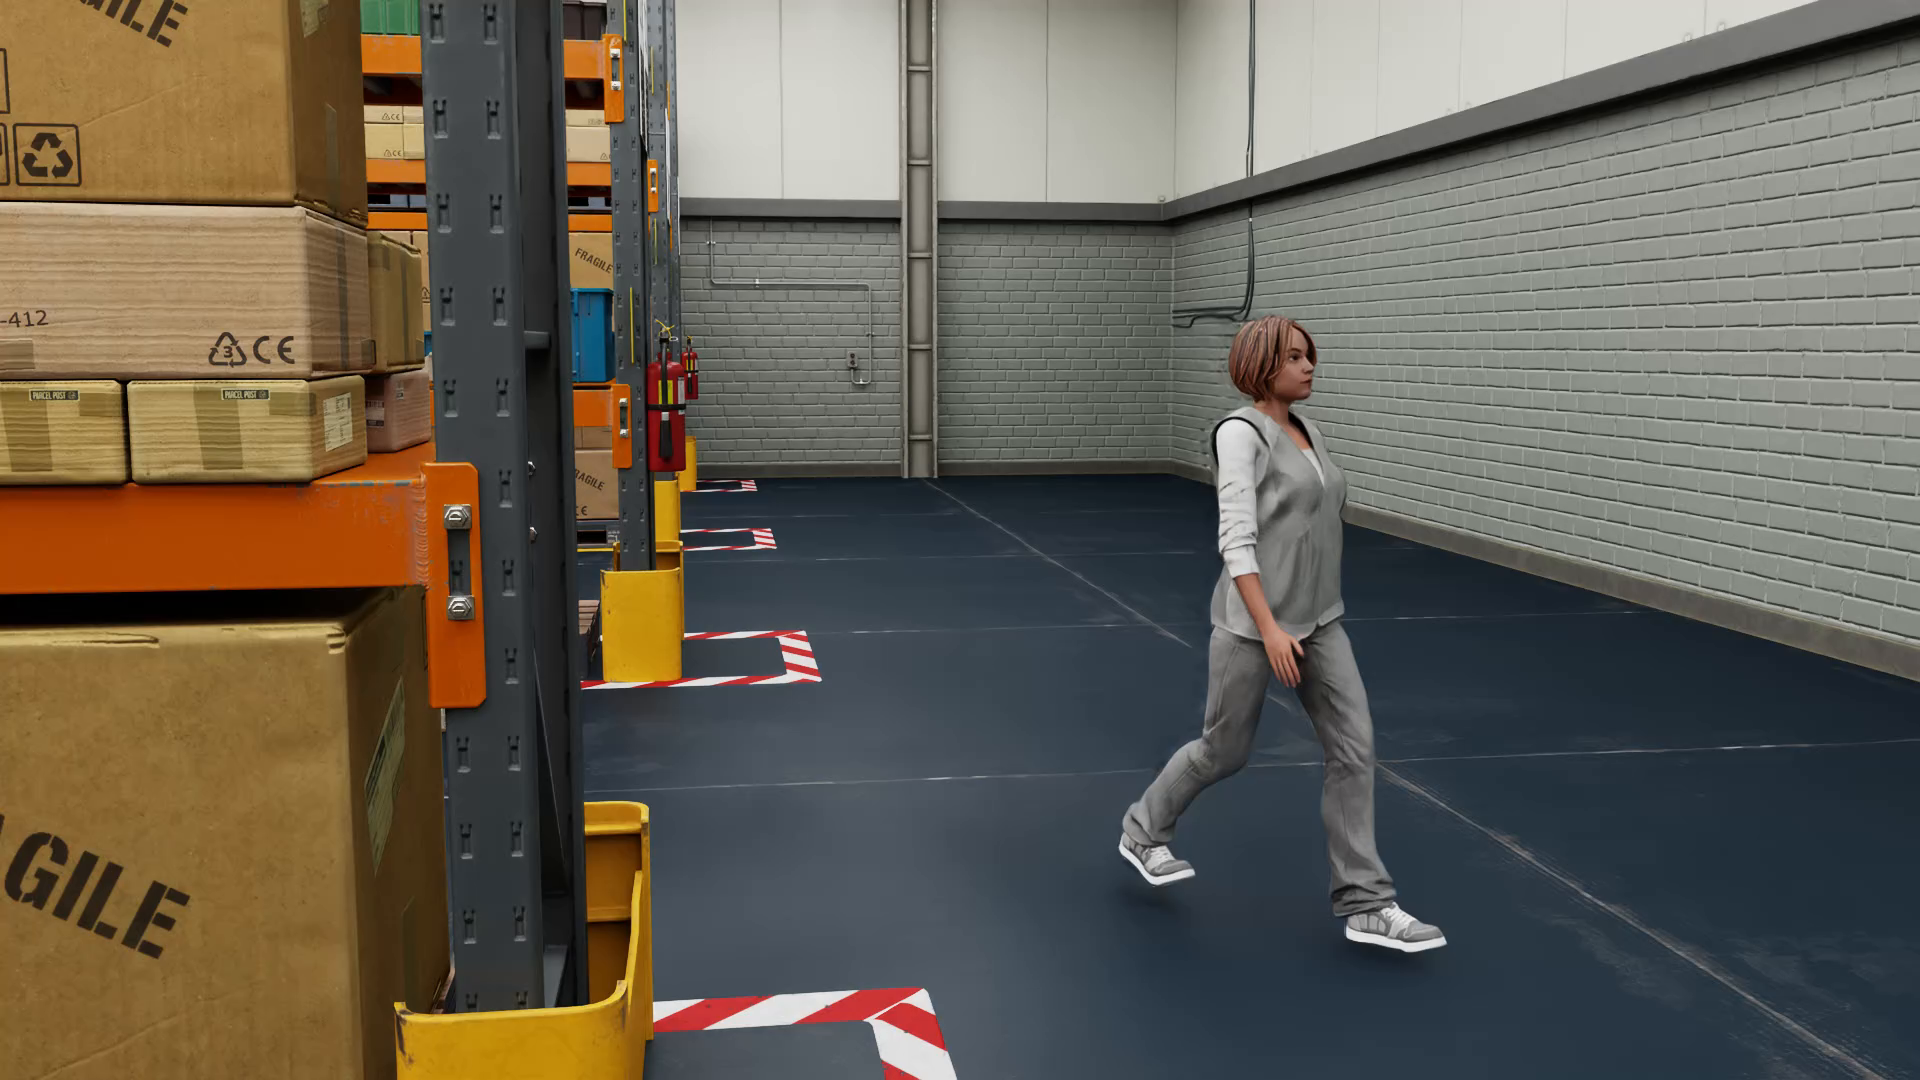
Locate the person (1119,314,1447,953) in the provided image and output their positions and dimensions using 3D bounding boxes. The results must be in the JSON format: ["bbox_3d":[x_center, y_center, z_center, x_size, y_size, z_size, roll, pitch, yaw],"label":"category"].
[{"bbox_3d":[0.788,0.210,4.181,0.416,1.544,0.936,-6,9,-40],"label":"person"}]
